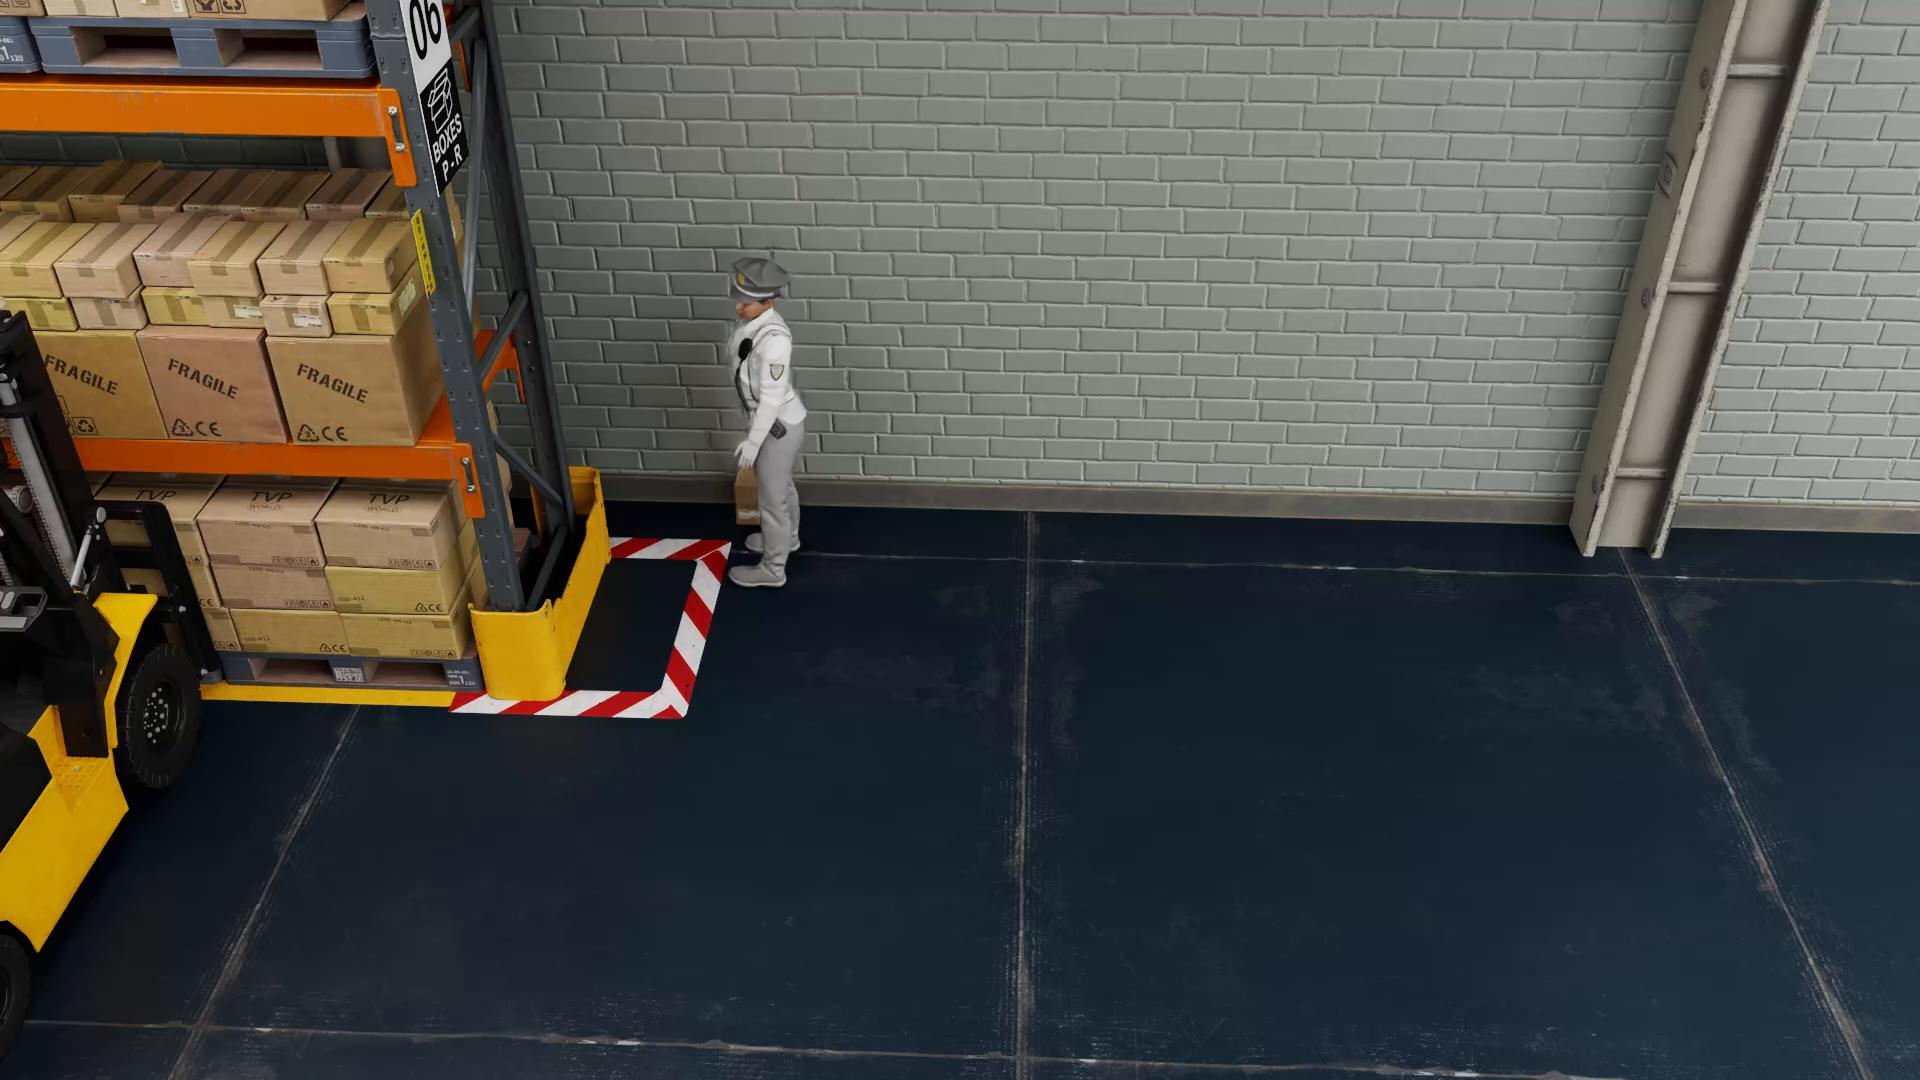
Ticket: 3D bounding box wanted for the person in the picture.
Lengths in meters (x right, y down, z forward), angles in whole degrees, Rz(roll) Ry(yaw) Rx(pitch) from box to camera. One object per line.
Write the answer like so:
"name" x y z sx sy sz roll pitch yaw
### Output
"person" -0.952 -0.543 7.809 0.434 1.687 0.516 -11 37 -14
